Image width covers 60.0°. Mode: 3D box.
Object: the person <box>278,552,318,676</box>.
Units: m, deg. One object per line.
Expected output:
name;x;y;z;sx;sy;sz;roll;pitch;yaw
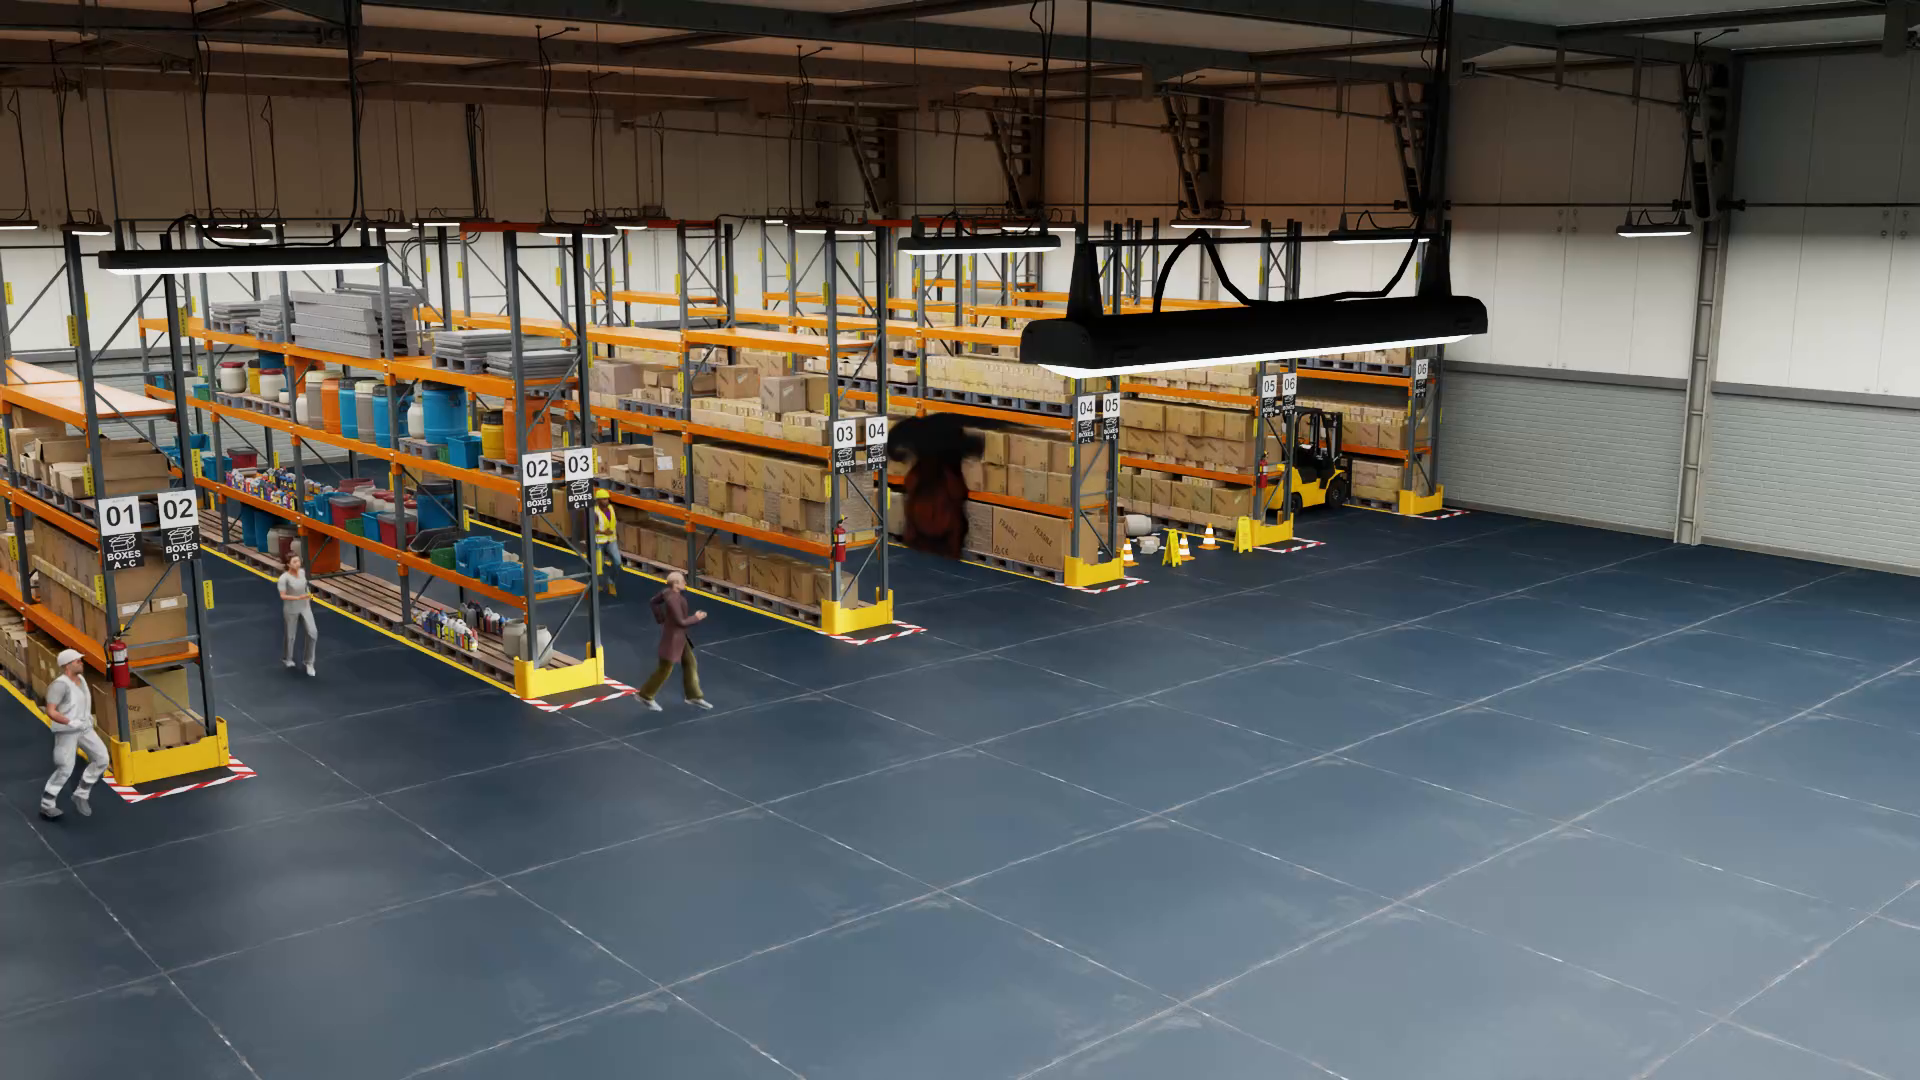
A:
person;-9.060;1.003;22.694;0.818;1.713;0.504;11;16;42

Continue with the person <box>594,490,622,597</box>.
person;-5.803;0.054;27.170;0.654;1.786;0.812;-9;15;-39

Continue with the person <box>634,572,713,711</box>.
person;-3.617;1.295;20.864;0.976;1.806;0.680;-1;11;-6

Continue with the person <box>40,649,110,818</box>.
person;-9.299;2.016;17.479;0.646;1.760;0.708;2;12;9
